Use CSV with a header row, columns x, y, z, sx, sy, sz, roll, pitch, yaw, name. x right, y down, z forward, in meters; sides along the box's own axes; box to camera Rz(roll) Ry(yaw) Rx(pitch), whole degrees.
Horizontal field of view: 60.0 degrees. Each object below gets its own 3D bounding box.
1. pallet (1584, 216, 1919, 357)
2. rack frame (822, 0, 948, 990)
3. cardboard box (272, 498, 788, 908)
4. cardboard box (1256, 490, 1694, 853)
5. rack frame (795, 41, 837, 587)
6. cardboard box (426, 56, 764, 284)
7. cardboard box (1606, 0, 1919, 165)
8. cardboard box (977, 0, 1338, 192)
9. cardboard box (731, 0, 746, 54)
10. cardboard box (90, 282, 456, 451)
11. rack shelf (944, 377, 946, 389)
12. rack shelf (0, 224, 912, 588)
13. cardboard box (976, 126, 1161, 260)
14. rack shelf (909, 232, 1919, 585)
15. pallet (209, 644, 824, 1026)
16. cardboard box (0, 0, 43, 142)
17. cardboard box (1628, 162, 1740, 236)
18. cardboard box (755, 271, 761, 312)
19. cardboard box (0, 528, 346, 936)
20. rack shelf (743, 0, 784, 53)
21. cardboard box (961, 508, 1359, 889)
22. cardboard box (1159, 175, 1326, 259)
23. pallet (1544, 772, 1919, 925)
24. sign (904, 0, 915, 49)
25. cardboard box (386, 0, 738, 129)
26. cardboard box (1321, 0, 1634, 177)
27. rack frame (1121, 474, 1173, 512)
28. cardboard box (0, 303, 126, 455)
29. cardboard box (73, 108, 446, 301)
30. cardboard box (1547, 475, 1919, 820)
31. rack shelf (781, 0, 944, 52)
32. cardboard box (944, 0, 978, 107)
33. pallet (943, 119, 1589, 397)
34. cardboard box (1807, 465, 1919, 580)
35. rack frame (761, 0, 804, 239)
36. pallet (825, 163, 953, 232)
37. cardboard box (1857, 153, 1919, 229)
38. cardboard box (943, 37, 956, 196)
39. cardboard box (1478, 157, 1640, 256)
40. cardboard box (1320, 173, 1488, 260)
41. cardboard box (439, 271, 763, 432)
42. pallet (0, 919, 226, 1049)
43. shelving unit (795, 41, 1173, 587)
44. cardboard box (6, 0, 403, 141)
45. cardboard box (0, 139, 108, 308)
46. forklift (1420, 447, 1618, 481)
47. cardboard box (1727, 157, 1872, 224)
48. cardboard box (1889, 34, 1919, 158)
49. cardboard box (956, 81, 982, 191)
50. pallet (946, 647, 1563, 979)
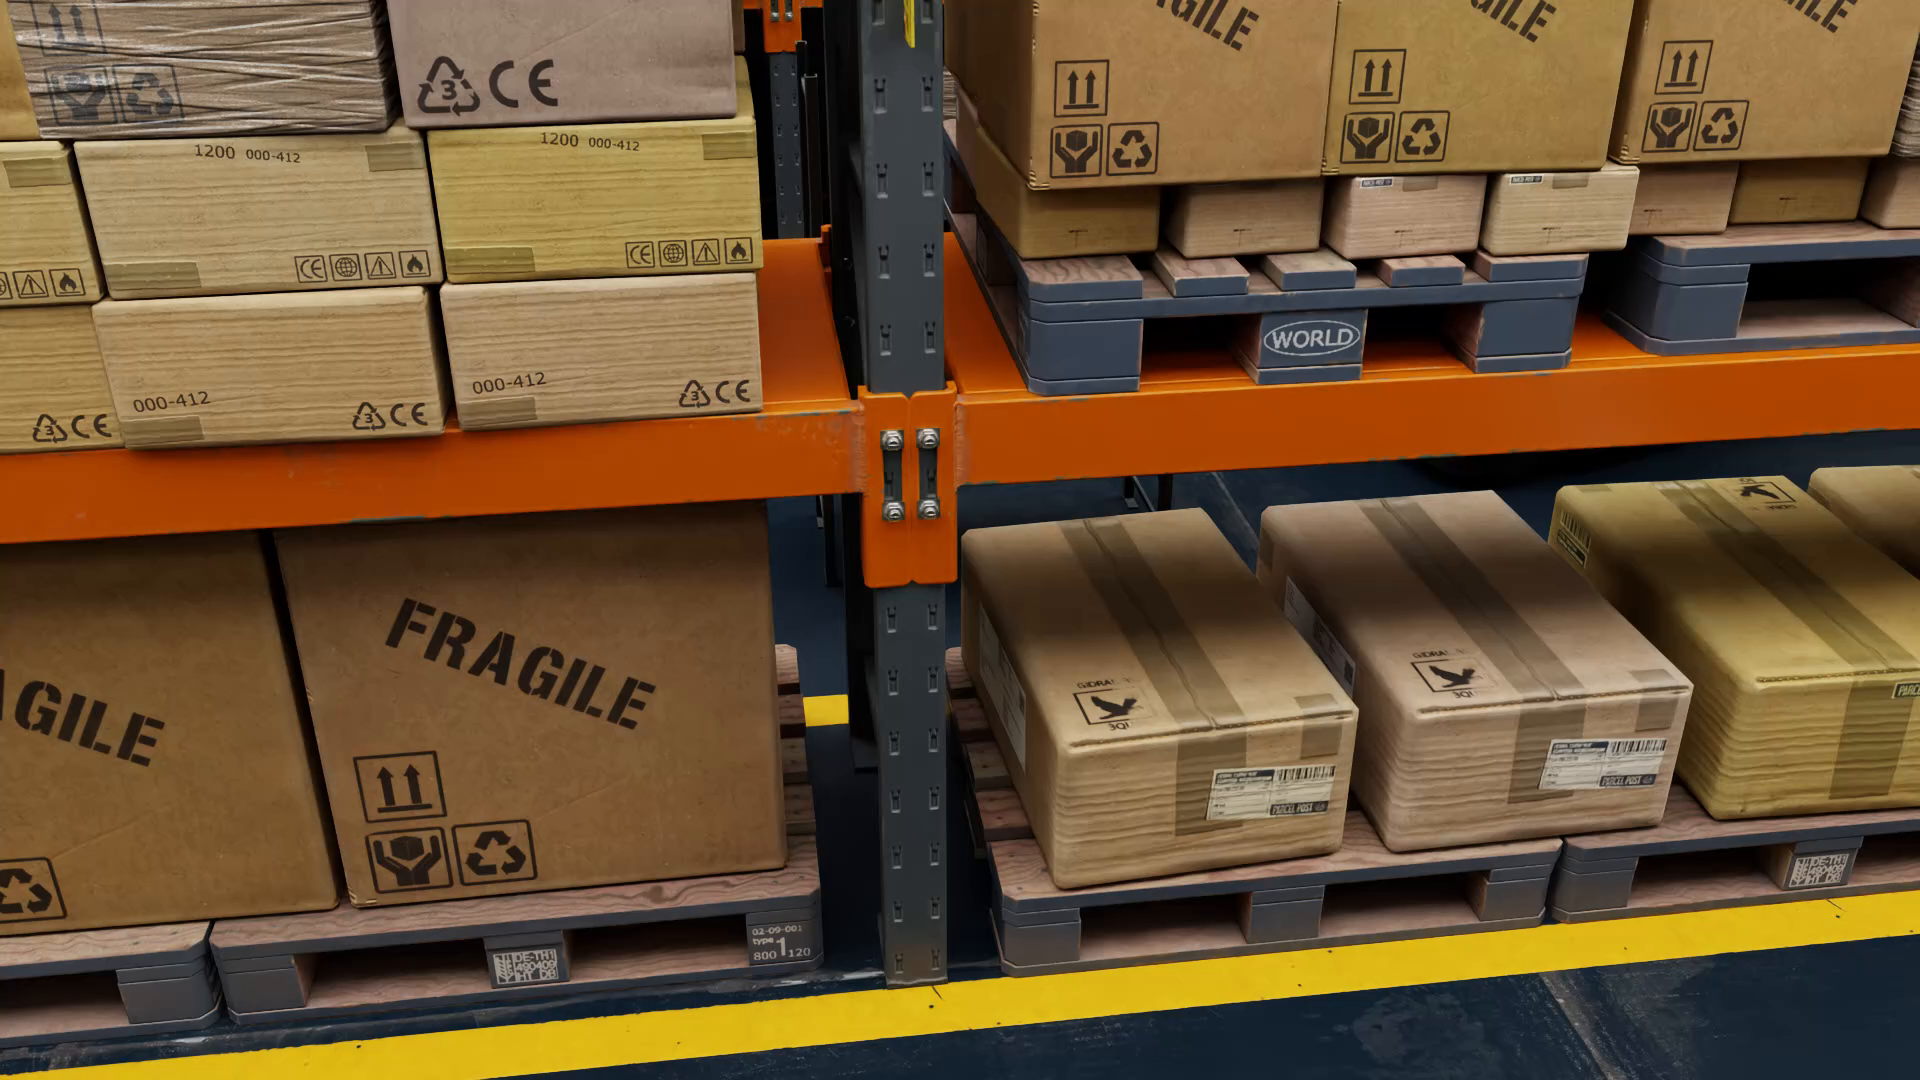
x,y,z,sx,sy,sz,roll,pitch,yaw,name
1.797,-0.693,3.526,1.213,0.211,1.003,-4,27,-7,pallet
-0.158,-0.634,3.200,0.127,3.000,1.000,-4,27,-7,rack frame
-0.853,0.131,3.577,0.875,0.875,0.875,-4,27,-8,cardboard box
1.133,0.266,3.864,0.625,0.372,0.950,-4,27,-8,cardboard box
-0.419,-0.640,4.855,0.032,1.500,0.500,-4,27,-7,rack frame
-0.602,-0.644,2.837,0.500,0.250,0.500,-4,27,-7,cardboard box
1.360,-0.995,3.008,0.500,0.500,0.500,-3,27,-6,cardboard box
0.320,-0.922,2.866,0.500,0.500,0.500,-4,27,-9,cardboard box
-0.680,-1.203,3.104,0.500,0.500,0.500,-5,28,-9,cardboard box
-1.126,-0.378,2.866,0.500,0.250,0.500,-3,27,-6,cardboard box
0.084,-0.513,5.000,1.000,0.185,0.538,-4,27,-7,rack shelf
-2.138,-0.187,3.117,4.000,0.370,1.077,-4,27,-7,rack shelf
0.190,-0.646,3.038,0.250,0.149,0.380,-5,28,-10,cardboard box
1.823,-0.441,3.613,4.000,0.370,1.077,-4,27,-7,rack shelf
-0.949,0.622,3.806,1.213,0.211,1.003,-4,27,-7,pallet
-1.633,-0.908,2.528,0.500,0.500,0.500,-4,27,-7,cardboard box
1.255,-0.704,3.152,0.250,0.149,0.380,-2,27,-4,cardboard box
-0.677,-0.650,3.396,0.500,0.250,0.500,-4,27,-8,cardboard box
-1.737,0.185,3.470,0.875,0.875,0.875,-3,27,-6,cardboard box
-2.833,-2.431,7.489,4.000,0.370,1.077,-4,27,-7,rack shelf
0.403,0.317,3.766,0.625,0.372,0.950,-5,28,-11,cardboard box
0.475,-0.649,3.044,0.250,0.149,0.380,-5,28,-10,cardboard box
1.822,0.481,4.081,1.213,0.211,1.003,-4,27,-7,pallet
-0.077,-0.899,2.447,0.005,0.325,0.100,-4,27,-7,sign
-0.633,-0.972,2.655,0.500,0.500,0.500,-4,27,-9,cardboard box
0.835,-0.958,2.937,0.500,0.500,0.500,-2,27,-4,cardboard box
0.588,-0.705,4.981,0.032,1.500,0.500,-4,27,-7,rack frame
-1.627,-0.354,2.818,0.500,0.250,0.500,-4,27,-8,cardboard box
-1.109,-0.610,2.770,0.500,0.250,0.500,-4,27,-8,cardboard box
1.885,0.220,3.953,0.625,0.372,0.950,-3,27,-5,cardboard box
1.128,-2.685,7.985,4.000,0.370,1.077,-4,27,-7,rack shelf
0.254,-1.153,3.315,0.500,0.500,0.500,-4,27,-9,cardboard box
0.533,-0.642,3.426,1.003,0.211,1.213,-4,27,-7,pallet
2.573,0.175,4.041,0.625,0.372,0.950,-2,27,-4,cardboard box
-0.853,-2.878,7.573,0.127,3.000,1.000,-4,27,-7,rack frame
-0.032,-1.672,8.277,1.213,0.211,1.003,-4,27,-7,pallet
1.797,-0.727,3.196,0.250,0.149,0.380,-3,27,-5,cardboard box
-0.233,-2.042,8.085,0.625,0.625,0.875,-3,27,-5,cardboard box
1.027,-0.653,3.053,0.250,0.149,0.380,-4,27,-7,cardboard box
0.752,-0.645,3.037,0.250,0.149,0.380,-5,28,-10,cardboard box
-0.622,-0.418,2.943,0.500,0.250,0.500,-5,28,-9,cardboard box
-2.154,0.699,3.657,1.213,0.211,1.003,-4,27,-7,pallet
0.084,-0.673,4.918,1.048,1.500,0.538,-4,27,-7,shelving unit
-1.140,-0.936,2.584,0.500,0.500,0.500,-3,27,-6,cardboard box
-1.613,-0.568,2.688,0.500,0.250,0.500,-4,27,-8,cardboard box
2.754,-1.960,5.859,3.031,2.935,1.130,-13,30,-24,forklift
1.529,-0.740,3.221,0.250,0.149,0.380,-3,27,-5,cardboard box
1.857,-1.023,3.063,0.500,0.500,0.500,-5,28,-9,cardboard box
0.134,-0.837,3.410,0.250,0.149,0.380,-3,27,-5,cardboard box
0.616,0.557,3.933,1.213,0.211,1.003,-4,27,-7,pallet
